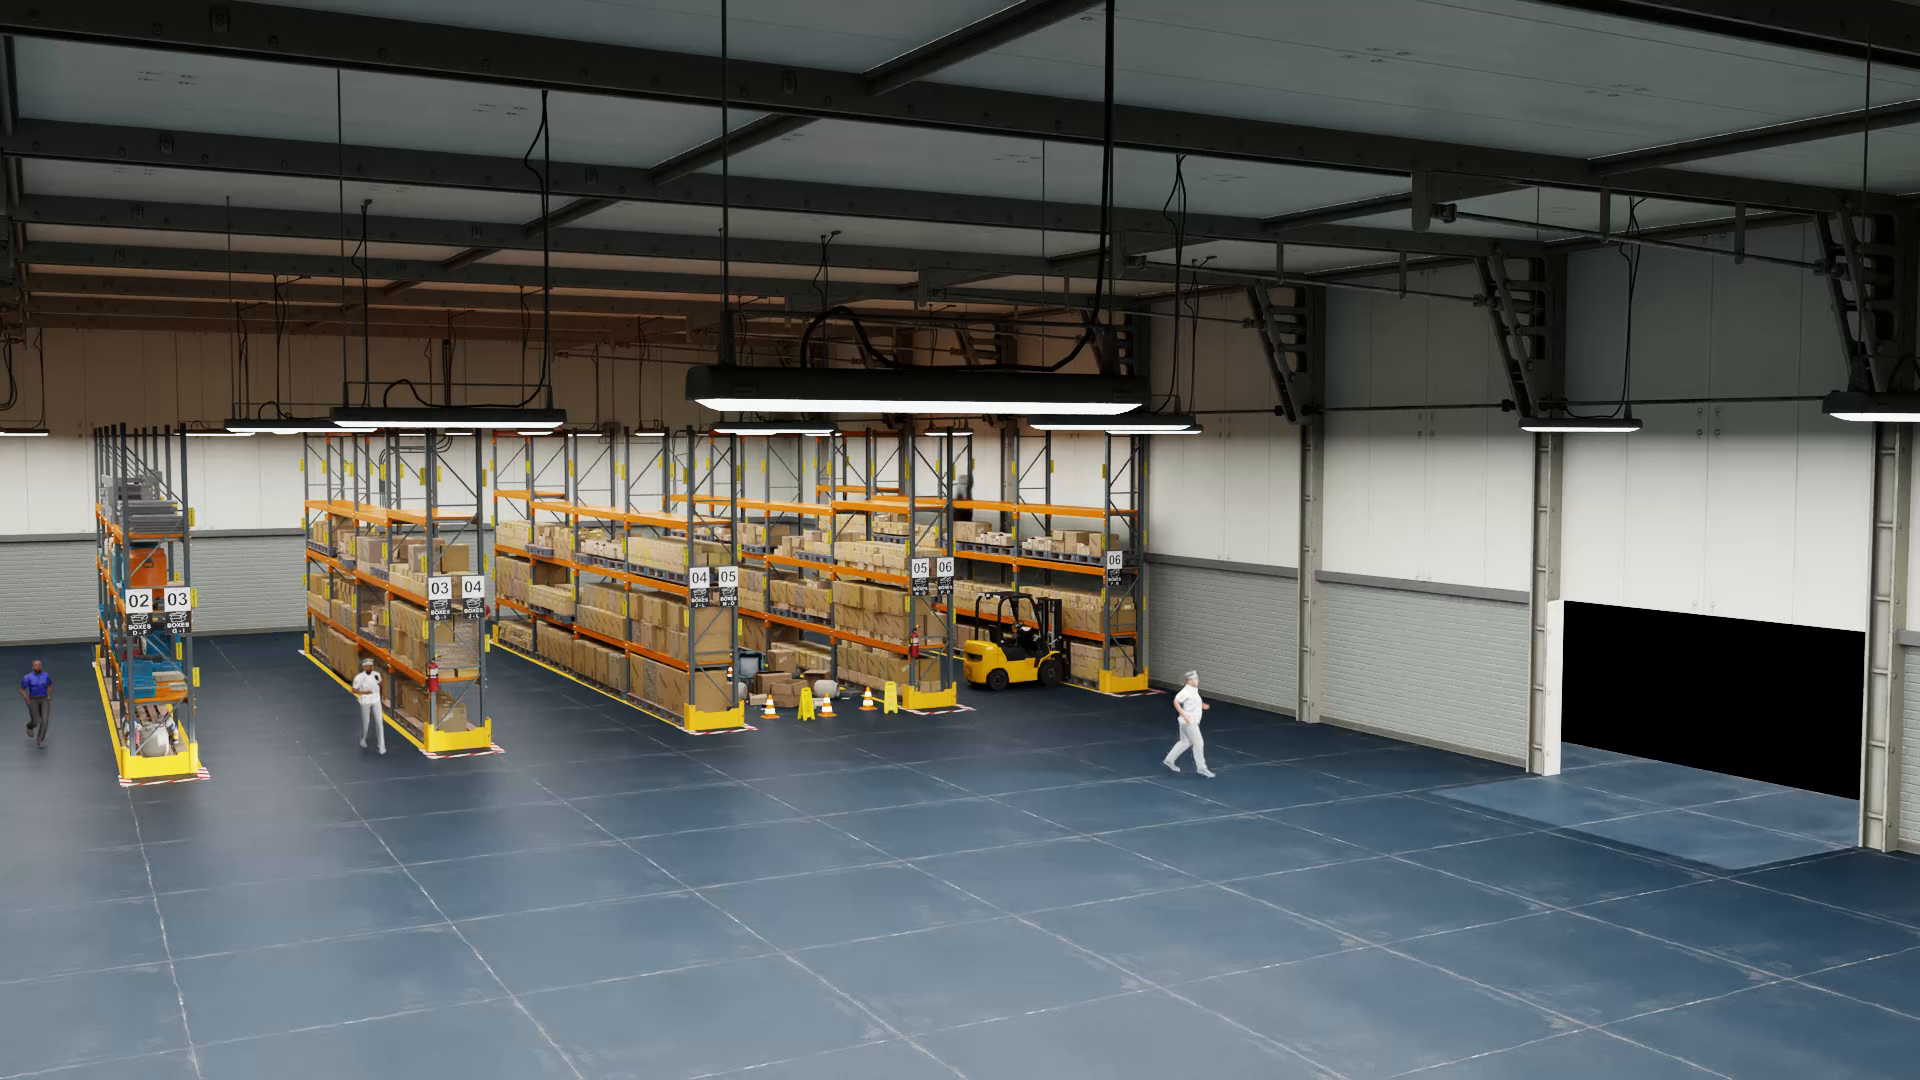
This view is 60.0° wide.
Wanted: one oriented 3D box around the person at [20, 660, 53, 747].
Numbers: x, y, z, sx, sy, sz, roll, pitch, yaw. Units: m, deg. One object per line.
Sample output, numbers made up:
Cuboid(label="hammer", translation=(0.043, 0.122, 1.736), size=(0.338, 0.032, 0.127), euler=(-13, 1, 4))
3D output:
Cuboid(label="person", translation=(-17.257, 3.041, 31.114), size=(0.589, 1.616, 0.575), euler=(3, 5, 44))

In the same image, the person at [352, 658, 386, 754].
Cuboid(label="person", translation=(-10.837, 3.015, 30.488), size=(0.610, 1.734, 0.855), euler=(-2, 4, -32))

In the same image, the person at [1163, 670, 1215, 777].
Cuboid(label="person", translation=(3.914, 3.103, 28.284), size=(0.879, 1.797, 0.665), euler=(1, 4, 11))

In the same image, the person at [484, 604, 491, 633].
Cuboid(label="person", translation=(-12.481, 2.266, 43.138), size=(0.622, 1.687, 0.765), euler=(-2, 4, -36))
